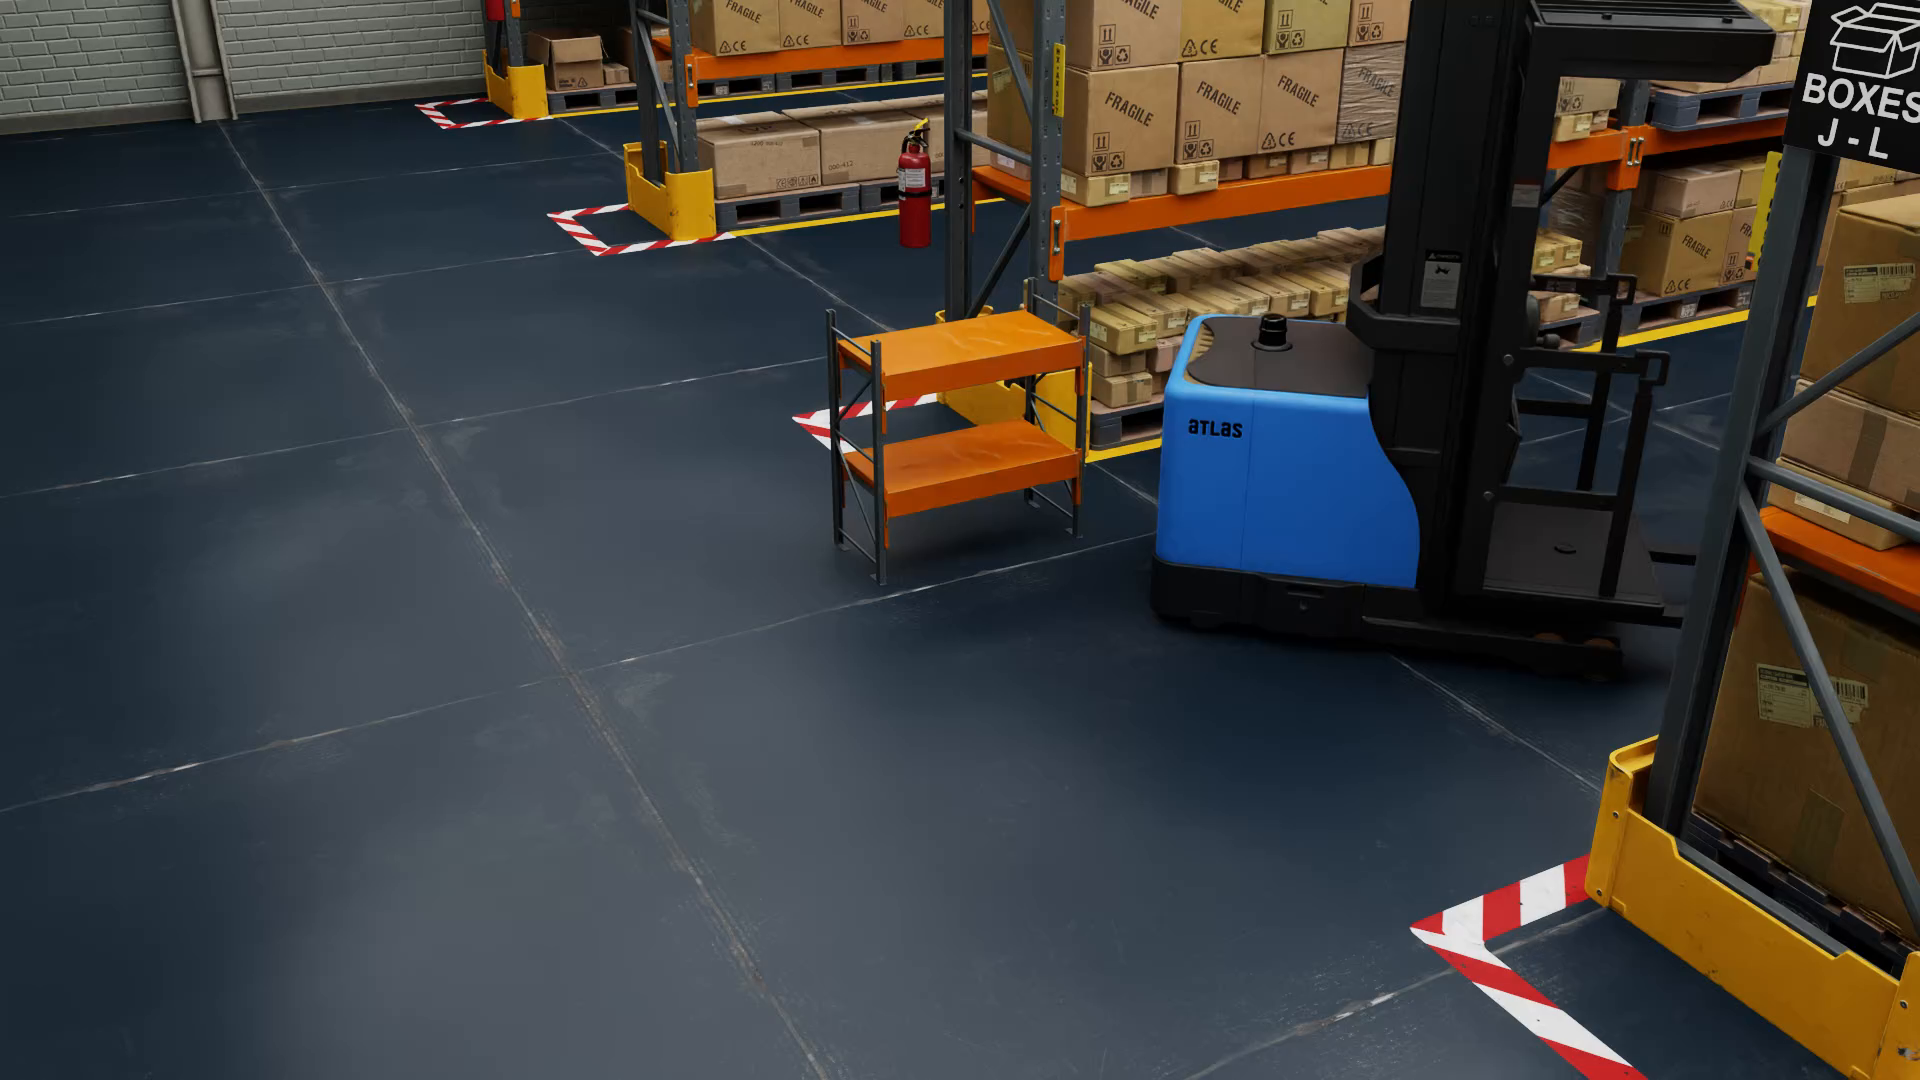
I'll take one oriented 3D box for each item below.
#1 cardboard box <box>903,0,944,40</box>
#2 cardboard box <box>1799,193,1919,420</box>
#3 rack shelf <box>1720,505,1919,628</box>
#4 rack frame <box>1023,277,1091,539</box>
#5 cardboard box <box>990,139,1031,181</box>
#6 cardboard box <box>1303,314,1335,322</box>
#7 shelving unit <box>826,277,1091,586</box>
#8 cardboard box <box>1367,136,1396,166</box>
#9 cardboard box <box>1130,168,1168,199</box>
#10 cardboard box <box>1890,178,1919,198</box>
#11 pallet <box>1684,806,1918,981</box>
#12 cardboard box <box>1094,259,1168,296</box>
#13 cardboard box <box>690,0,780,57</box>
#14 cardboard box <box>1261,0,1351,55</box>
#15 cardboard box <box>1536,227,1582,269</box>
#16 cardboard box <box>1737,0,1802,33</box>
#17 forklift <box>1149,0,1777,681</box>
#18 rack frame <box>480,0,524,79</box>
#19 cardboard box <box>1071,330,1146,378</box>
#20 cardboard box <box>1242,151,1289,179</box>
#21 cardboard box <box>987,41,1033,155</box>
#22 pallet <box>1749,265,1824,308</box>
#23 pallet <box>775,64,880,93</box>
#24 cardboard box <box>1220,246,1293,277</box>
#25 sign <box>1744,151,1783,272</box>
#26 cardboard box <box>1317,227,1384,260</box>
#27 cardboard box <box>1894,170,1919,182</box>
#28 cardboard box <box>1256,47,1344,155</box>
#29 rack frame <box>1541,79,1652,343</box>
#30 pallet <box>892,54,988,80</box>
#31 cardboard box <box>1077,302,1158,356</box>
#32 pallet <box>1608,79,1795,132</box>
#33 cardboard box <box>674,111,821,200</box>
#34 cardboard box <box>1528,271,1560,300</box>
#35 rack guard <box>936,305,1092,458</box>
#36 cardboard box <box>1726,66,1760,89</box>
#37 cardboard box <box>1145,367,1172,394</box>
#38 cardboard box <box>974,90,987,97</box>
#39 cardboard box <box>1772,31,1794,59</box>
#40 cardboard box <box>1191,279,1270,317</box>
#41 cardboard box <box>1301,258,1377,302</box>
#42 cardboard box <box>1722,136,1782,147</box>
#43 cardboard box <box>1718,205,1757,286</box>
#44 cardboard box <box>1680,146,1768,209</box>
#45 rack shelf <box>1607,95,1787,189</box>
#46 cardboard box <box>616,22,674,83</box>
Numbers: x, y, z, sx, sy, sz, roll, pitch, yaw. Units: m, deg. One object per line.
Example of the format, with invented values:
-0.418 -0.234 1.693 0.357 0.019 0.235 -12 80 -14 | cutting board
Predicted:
-0.333 -4.180 12.875 0.500 0.500 0.500 -12 28 -23 | cardboard box
2.753 -0.648 4.596 0.500 0.500 0.500 -13 28 -24 | cardboard box
4.211 -0.127 5.379 4.000 0.370 1.077 -13 29 -25 | rack shelf
0.443 -0.609 7.719 0.032 1.125 0.500 -13 29 -25 | rack frame
0.357 -2.019 8.781 0.250 0.149 0.380 -13 29 -25 | cardboard box
1.914 -1.295 9.447 0.250 0.149 0.380 -11 28 -22 | cardboard box
-0.006 -0.506 7.504 1.048 1.125 0.538 -13 29 -25 | shelving unit
2.244 -2.166 9.087 0.250 0.149 0.380 -12 28 -24 | cardboard box
0.847 -1.854 8.435 0.250 0.149 0.380 -12 28 -23 | cardboard box
6.343 -2.312 11.503 0.500 0.500 0.500 -12 28 -23 | cardboard box
3.115 1.021 5.380 1.213 0.211 1.003 -13 29 -25 | pallet
0.967 -1.466 9.459 0.250 0.149 0.380 -14 29 -26 | cardboard box
-1.658 -3.861 12.211 0.500 0.500 0.500 -13 29 -25 | cardboard box
1.635 -2.781 8.462 0.500 0.500 0.500 -14 29 -26 | cardboard box
3.540 -1.773 10.099 0.250 0.149 0.380 -12 28 -24 | cardboard box
4.766 -3.132 9.926 0.250 0.149 0.380 -13 28 -25 | cardboard box
2.373 -1.016 6.480 3.031 2.935 1.130 6 26 12 | forklift
-4.556 -5.723 16.204 0.127 3.000 1.000 -13 29 -25 | rack frame
0.785 -1.005 8.843 0.250 0.149 0.380 -12 28 -23 | cardboard box
1.525 -2.039 8.821 0.250 0.149 0.380 -13 29 -26 | cardboard box
0.477 -2.327 8.672 0.500 0.500 0.500 -12 28 -24 | cardboard box
5.495 -1.925 11.516 1.213 0.211 1.003 -13 29 -25 | pallet
-1.633 -5.141 18.214 1.213 0.211 1.003 -13 29 -25 | pallet
1.721 -1.582 9.700 0.250 0.149 0.380 -14 29 -27 | cardboard box
2.204 -0.882 4.511 0.005 0.325 0.100 -13 29 -25 | sign
2.377 -1.768 10.088 0.250 0.149 0.380 -12 28 -24 | cardboard box
6.340 -2.642 11.323 0.500 0.250 0.500 -13 28 -24 | cardboard box
1.626 -2.337 8.693 0.500 0.500 0.500 -13 28 -24 | cardboard box
3.731 -2.773 10.060 0.127 3.000 1.000 -13 29 -25 | rack frame
-0.326 -5.461 18.880 1.213 0.211 1.003 -13 29 -25 | pallet
0.824 -1.108 8.713 0.250 0.149 0.380 -14 29 -27 | cardboard box
4.474 -2.787 10.310 1.213 0.211 1.003 -13 29 -25 | pallet
-1.681 -3.035 13.081 0.875 0.438 0.875 -14 29 -27 | cardboard box
3.370 -1.566 10.011 0.250 0.149 0.380 -14 29 -28 | cardboard box
0.269 -0.847 8.936 0.348 0.500 1.175 -13 29 -25 | rack guard
4.537 -2.812 9.947 0.250 0.149 0.380 -13 28 -24 | cardboard box
1.007 -0.932 9.033 0.250 0.149 0.380 -13 29 -25 | cardboard box
0.708 -3.590 14.237 0.875 0.438 0.875 -13 29 -26 | cardboard box
4.751 -2.994 9.982 0.250 0.149 0.380 -12 28 -24 | cardboard box
1.473 -1.294 9.101 0.250 0.149 0.380 -15 29 -28 | cardboard box
2.153 -1.471 9.469 0.250 0.149 0.380 -13 29 -25 | cardboard box
5.189 -2.634 11.308 0.500 0.250 0.500 -14 29 -27 | cardboard box
4.974 -1.993 10.838 0.500 0.500 0.500 -12 28 -23 | cardboard box
4.976 -2.333 10.679 0.500 0.250 0.500 -12 28 -24 | cardboard box
5.496 -2.856 11.064 4.000 0.370 1.077 -13 29 -25 | rack shelf
-3.199 -5.033 17.170 0.500 0.500 0.700 -12 28 -23 | cardboard box
